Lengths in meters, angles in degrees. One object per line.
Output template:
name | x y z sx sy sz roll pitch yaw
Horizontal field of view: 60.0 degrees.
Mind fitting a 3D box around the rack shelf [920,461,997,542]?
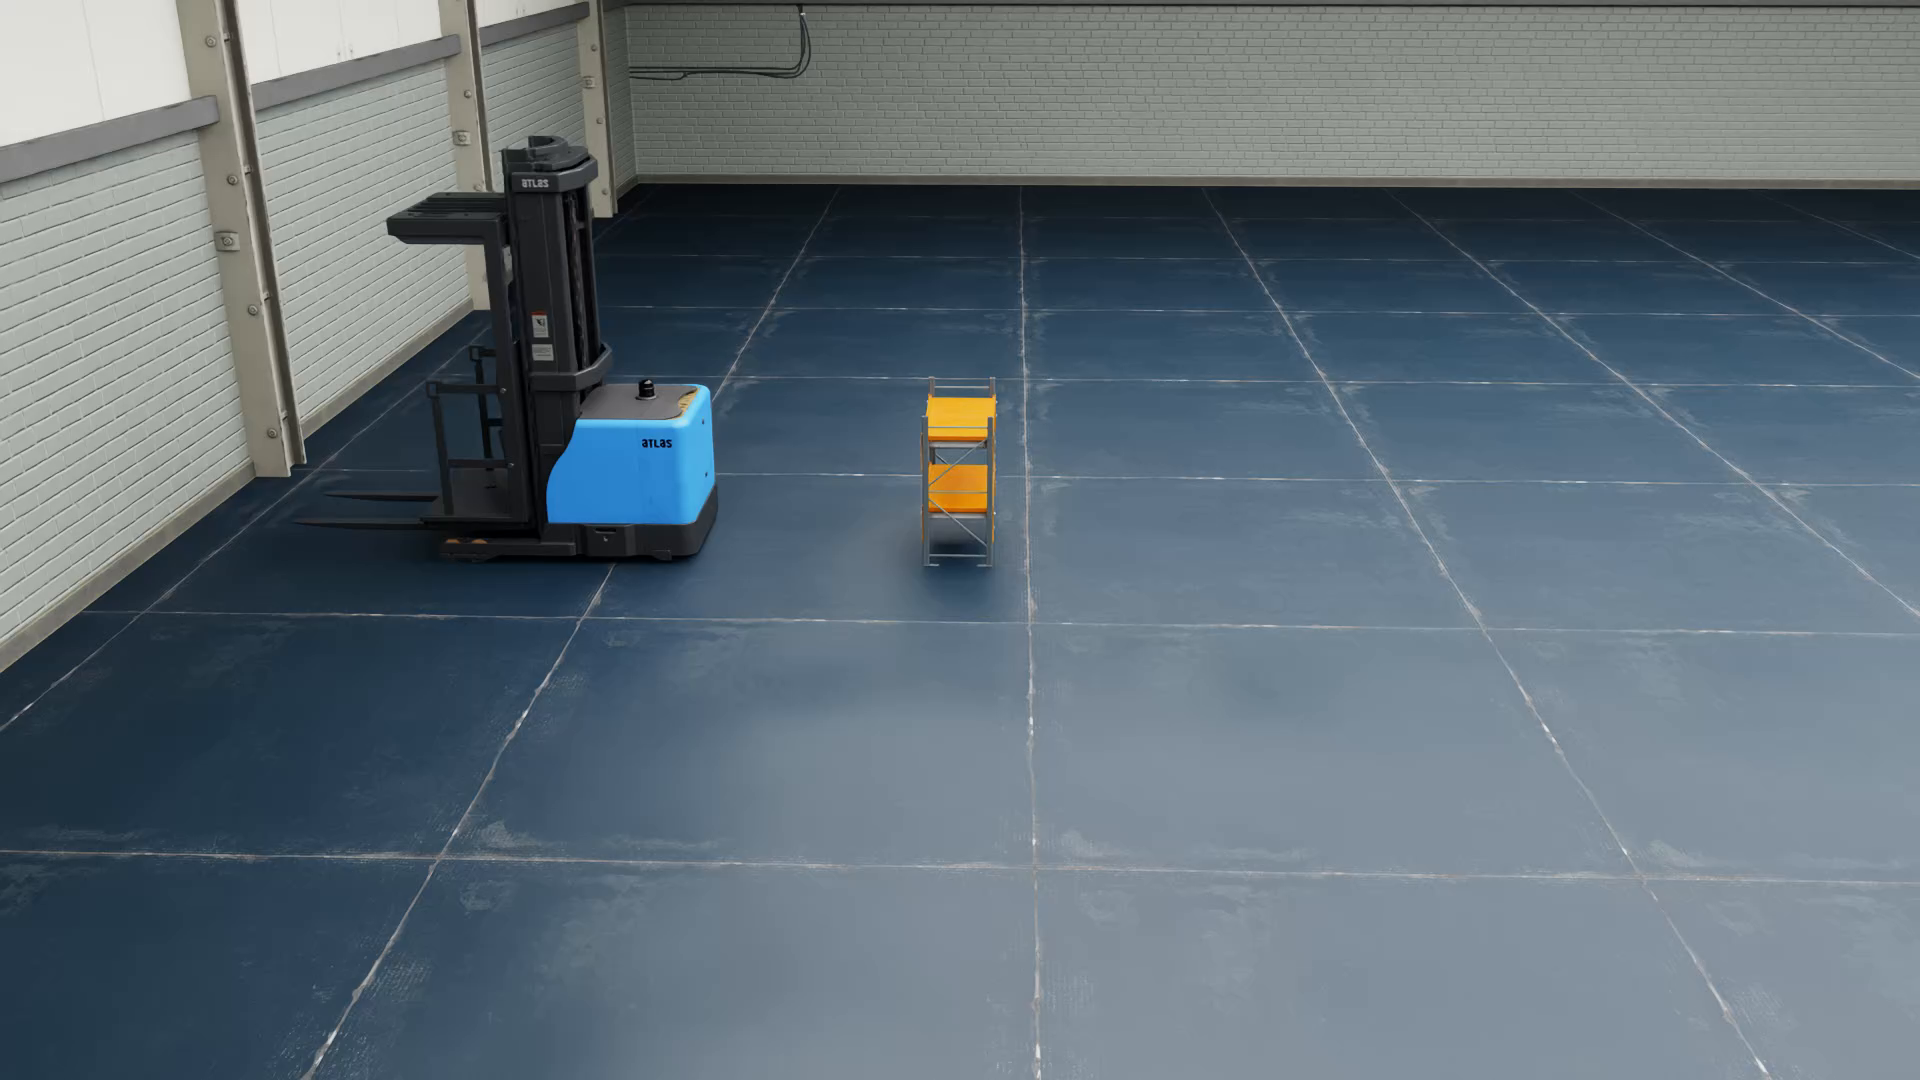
rack shelf | 0.000 -0.294 12.408 0.538 0.278 1.000 1 21 2

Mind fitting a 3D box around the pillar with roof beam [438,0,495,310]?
pillar with roof beam | -1.271 -6.916 17.914 9.100 9.000 0.400 1 21 2

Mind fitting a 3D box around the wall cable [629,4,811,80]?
wall cable | -3.980 -8.736 26.896 3.097 2.526 0.112 1 21 2

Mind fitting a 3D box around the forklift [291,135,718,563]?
forklift | -3.405 -1.392 12.065 3.031 2.935 1.130 1 21 2

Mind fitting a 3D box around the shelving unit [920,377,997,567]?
shelving unit | 0.000 -0.522 12.319 0.538 1.125 1.048 1 21 2

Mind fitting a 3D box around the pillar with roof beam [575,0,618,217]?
pillar with roof beam | -1.089 -9.086 23.505 9.100 9.000 0.400 1 21 2

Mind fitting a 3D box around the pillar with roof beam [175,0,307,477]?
pillar with roof beam | -1.454 -4.747 12.323 9.100 9.000 0.400 1 21 2

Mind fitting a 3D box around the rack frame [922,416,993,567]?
rack frame | -0.016 -0.338 11.845 0.500 1.125 0.032 1 21 2

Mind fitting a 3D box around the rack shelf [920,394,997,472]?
rack shelf | 0.000 -0.795 12.213 0.538 0.278 1.000 1 21 2

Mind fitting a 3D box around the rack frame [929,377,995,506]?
rack frame | 0.015 -0.706 12.793 0.500 1.125 0.032 1 21 2
